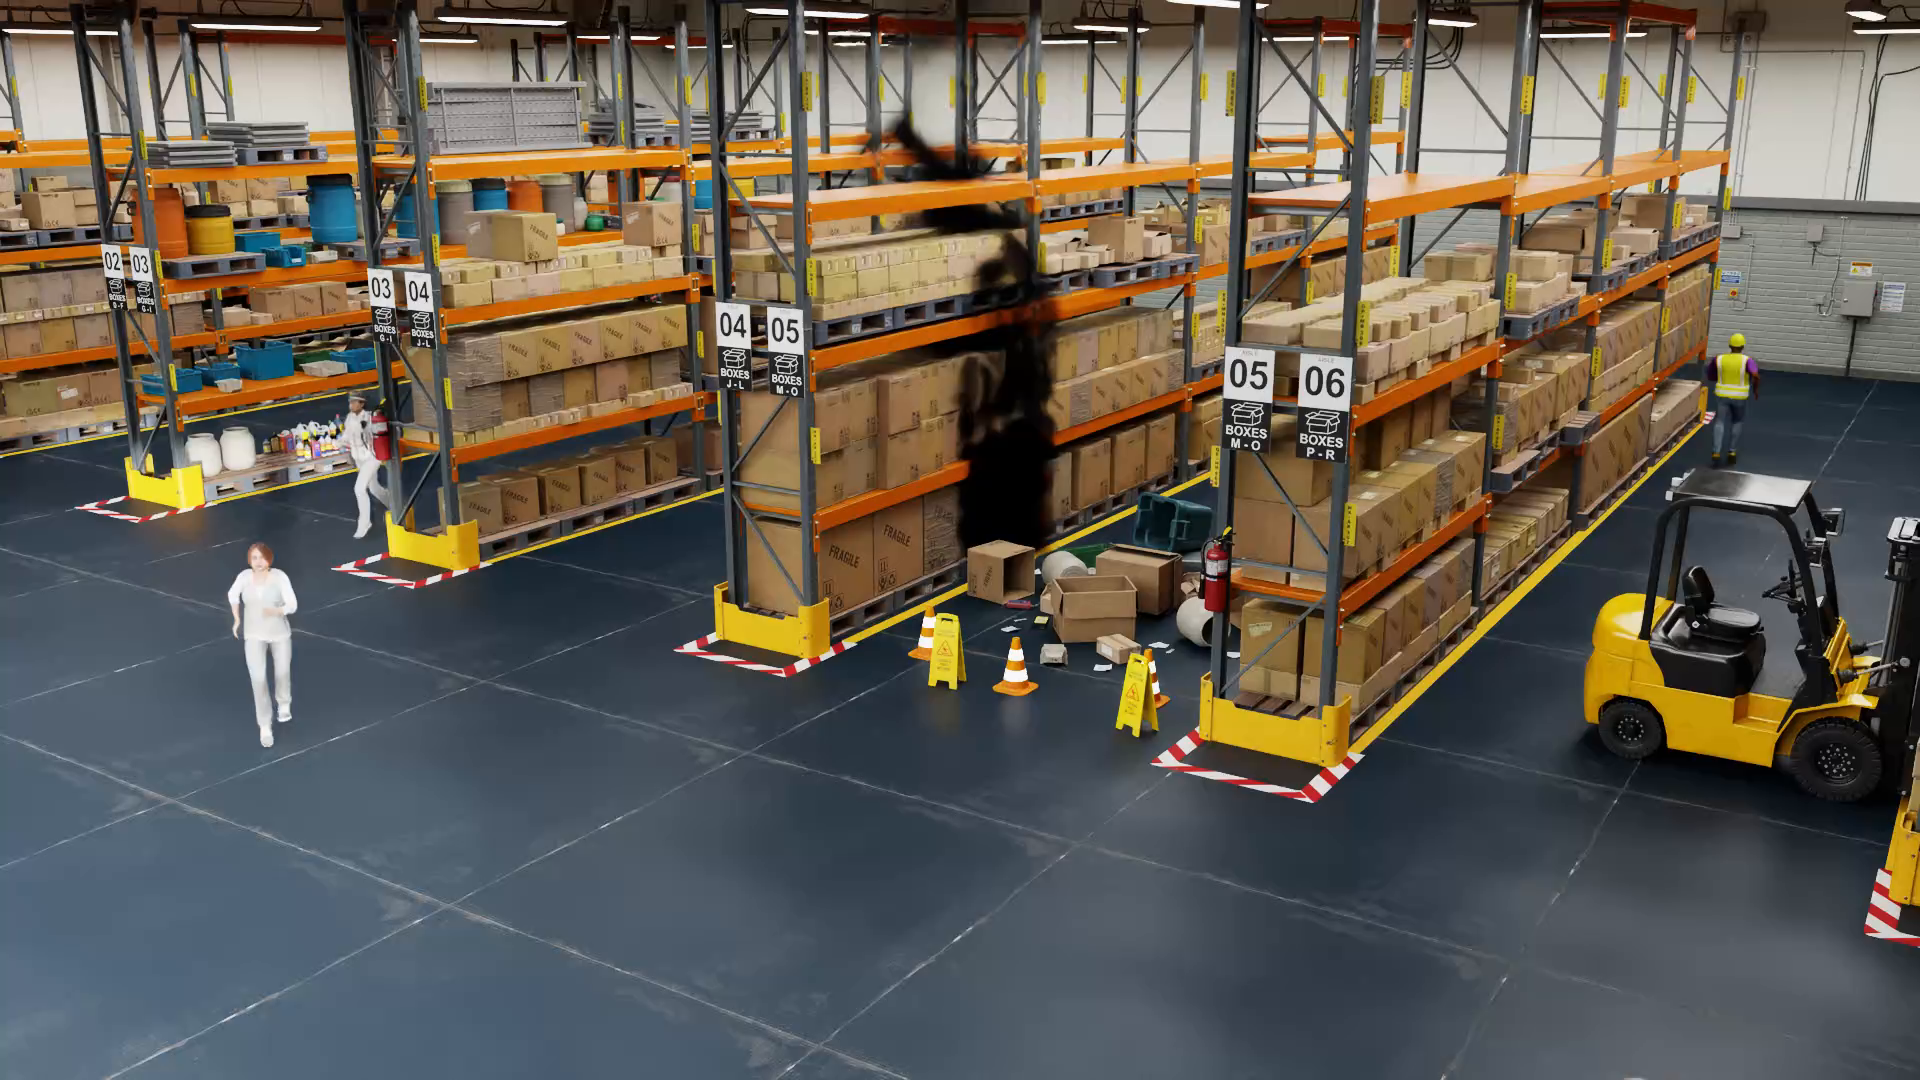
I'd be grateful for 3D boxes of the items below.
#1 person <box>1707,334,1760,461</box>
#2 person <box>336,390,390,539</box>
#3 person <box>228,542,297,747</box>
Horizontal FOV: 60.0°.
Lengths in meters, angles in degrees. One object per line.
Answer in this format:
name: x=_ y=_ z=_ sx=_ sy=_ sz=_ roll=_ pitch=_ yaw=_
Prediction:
person: x=10.563 y=-1.917 z=22.791 sx=0.677 sy=1.823 sz=0.807 roll=8 pitch=18 yaw=28
person: x=-6.903 y=-0.927 z=19.449 sx=0.630 sy=1.725 sz=0.808 roll=9 pitch=18 yaw=30
person: x=-5.552 y=0.810 z=13.323 sx=0.505 sy=1.641 sz=0.710 roll=-6 pitch=17 yaw=-21
